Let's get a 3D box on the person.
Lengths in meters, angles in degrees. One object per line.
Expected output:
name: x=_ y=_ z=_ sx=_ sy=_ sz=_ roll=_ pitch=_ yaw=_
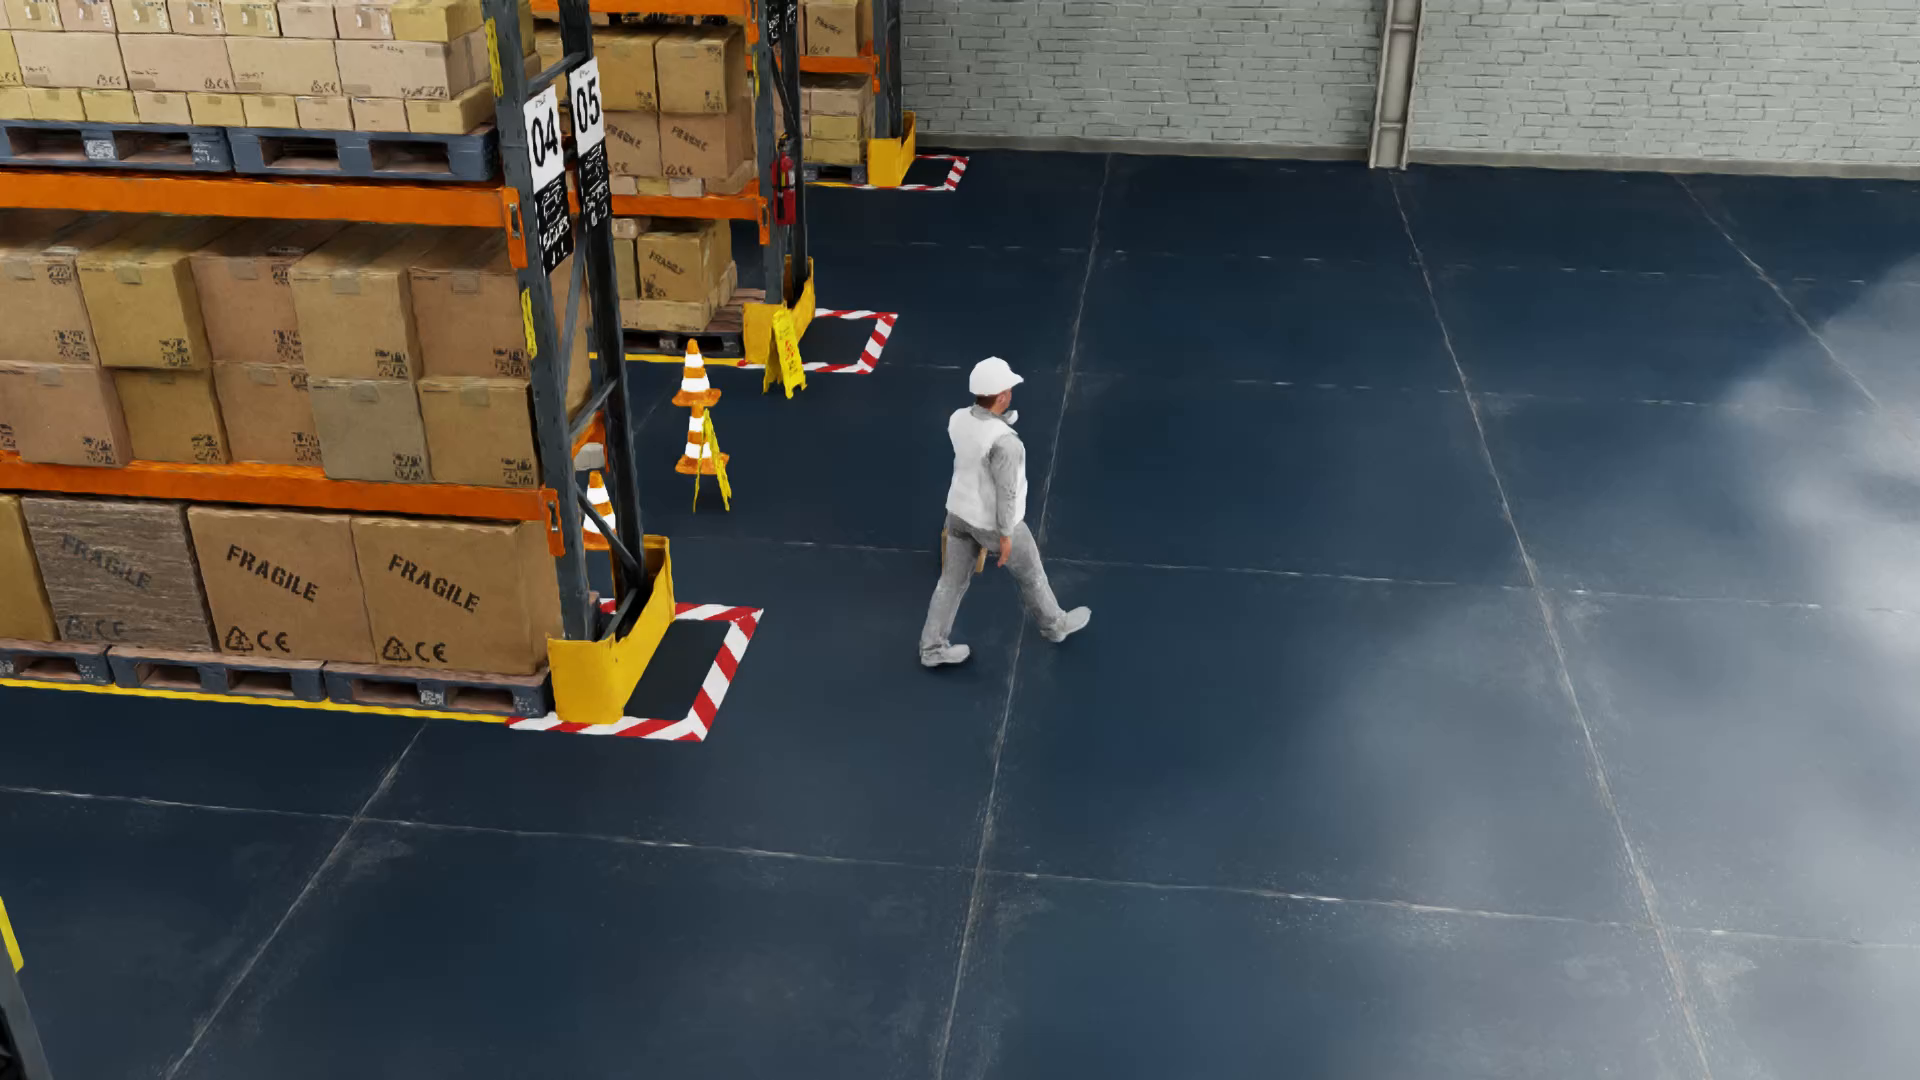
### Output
person: x=0.218 y=-0.174 z=8.920 sx=0.989 sy=1.726 sz=0.571 roll=-25 pitch=37 yaw=-38
